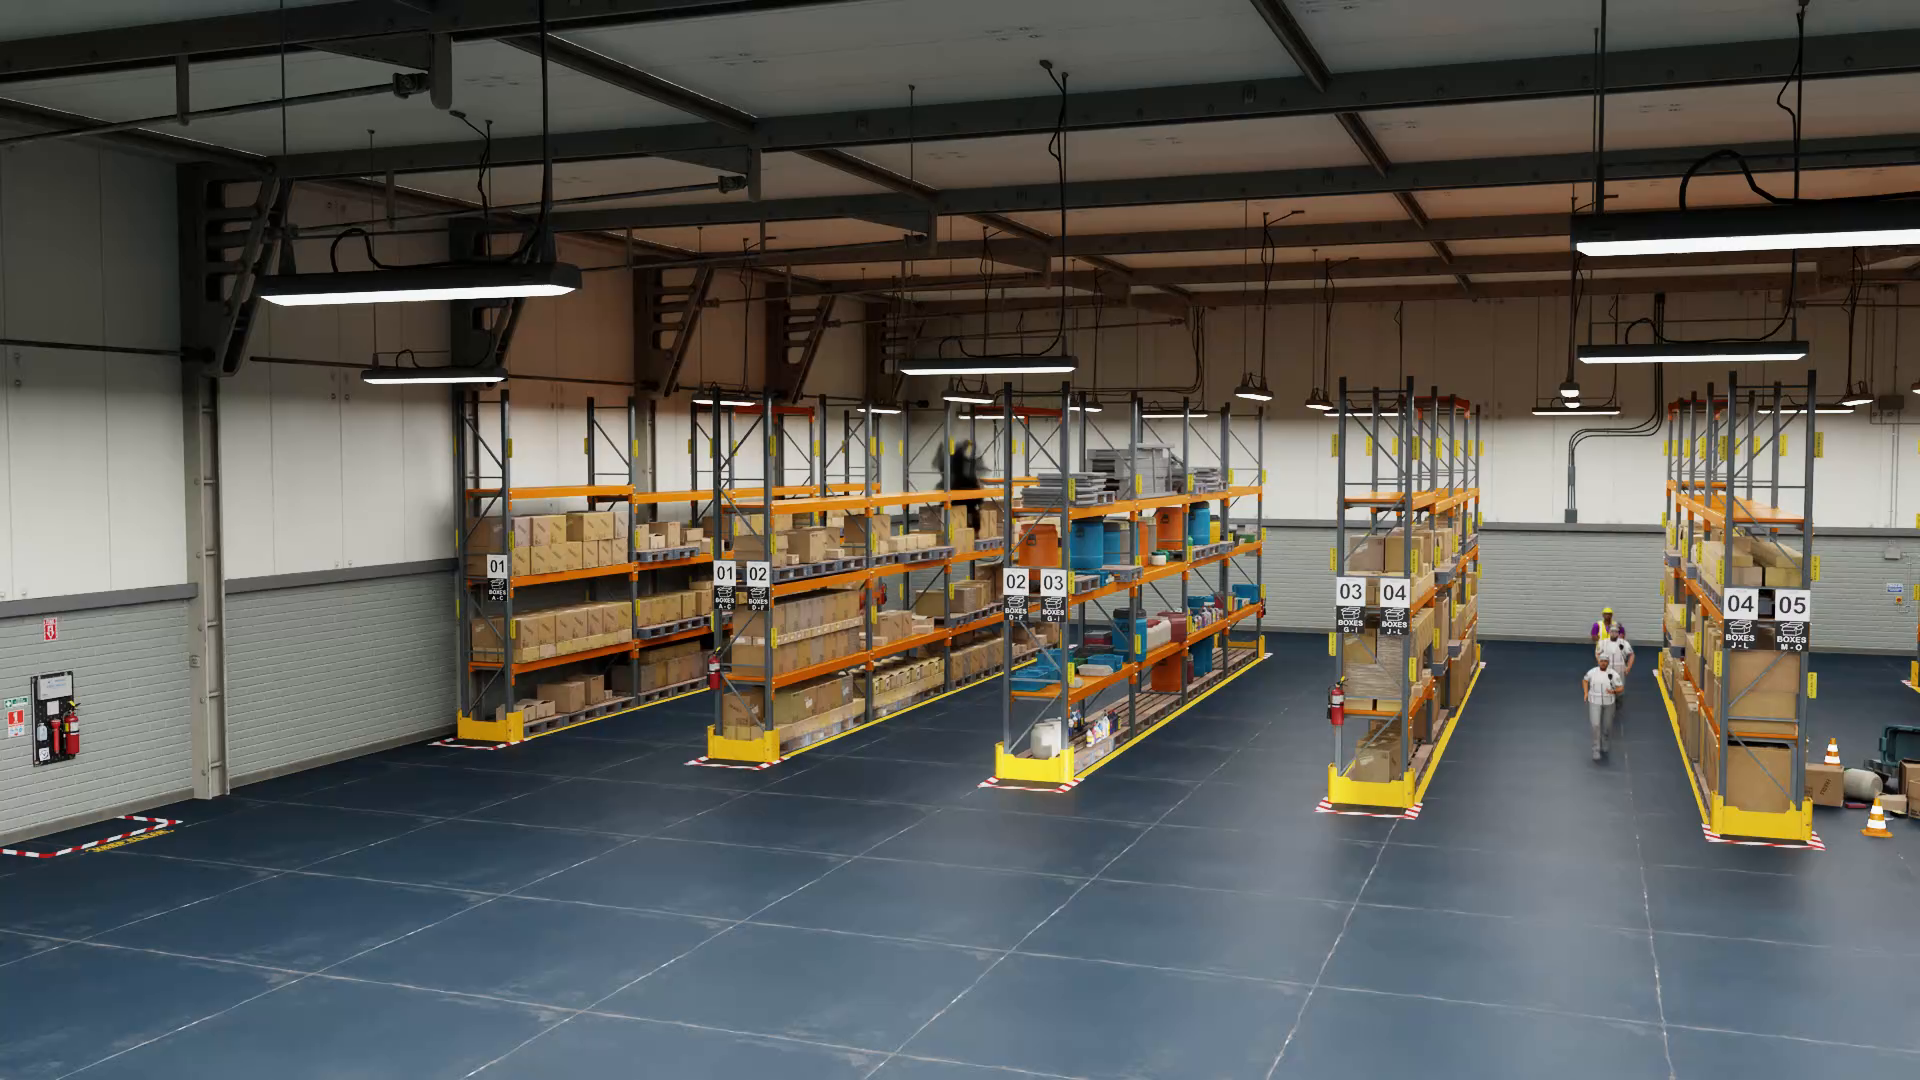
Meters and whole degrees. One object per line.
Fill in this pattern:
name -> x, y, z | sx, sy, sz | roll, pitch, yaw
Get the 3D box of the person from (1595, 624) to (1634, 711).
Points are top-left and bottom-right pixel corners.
person -> 12.209, 2.424, 31.037 | 0.690, 1.731, 0.629 | 1, 3, 23

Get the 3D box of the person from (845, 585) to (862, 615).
person -> -2.477, 1.861, 36.532 | 0.651, 1.724, 0.602 | 0, 3, 6

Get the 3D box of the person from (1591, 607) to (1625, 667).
person -> 13.234, 2.258, 33.966 | 0.664, 1.759, 0.687 | 1, 3, 21

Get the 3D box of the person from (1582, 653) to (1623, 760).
person -> 10.410, 2.669, 26.948 | 0.610, 1.675, 0.915 | 1, 3, 20
